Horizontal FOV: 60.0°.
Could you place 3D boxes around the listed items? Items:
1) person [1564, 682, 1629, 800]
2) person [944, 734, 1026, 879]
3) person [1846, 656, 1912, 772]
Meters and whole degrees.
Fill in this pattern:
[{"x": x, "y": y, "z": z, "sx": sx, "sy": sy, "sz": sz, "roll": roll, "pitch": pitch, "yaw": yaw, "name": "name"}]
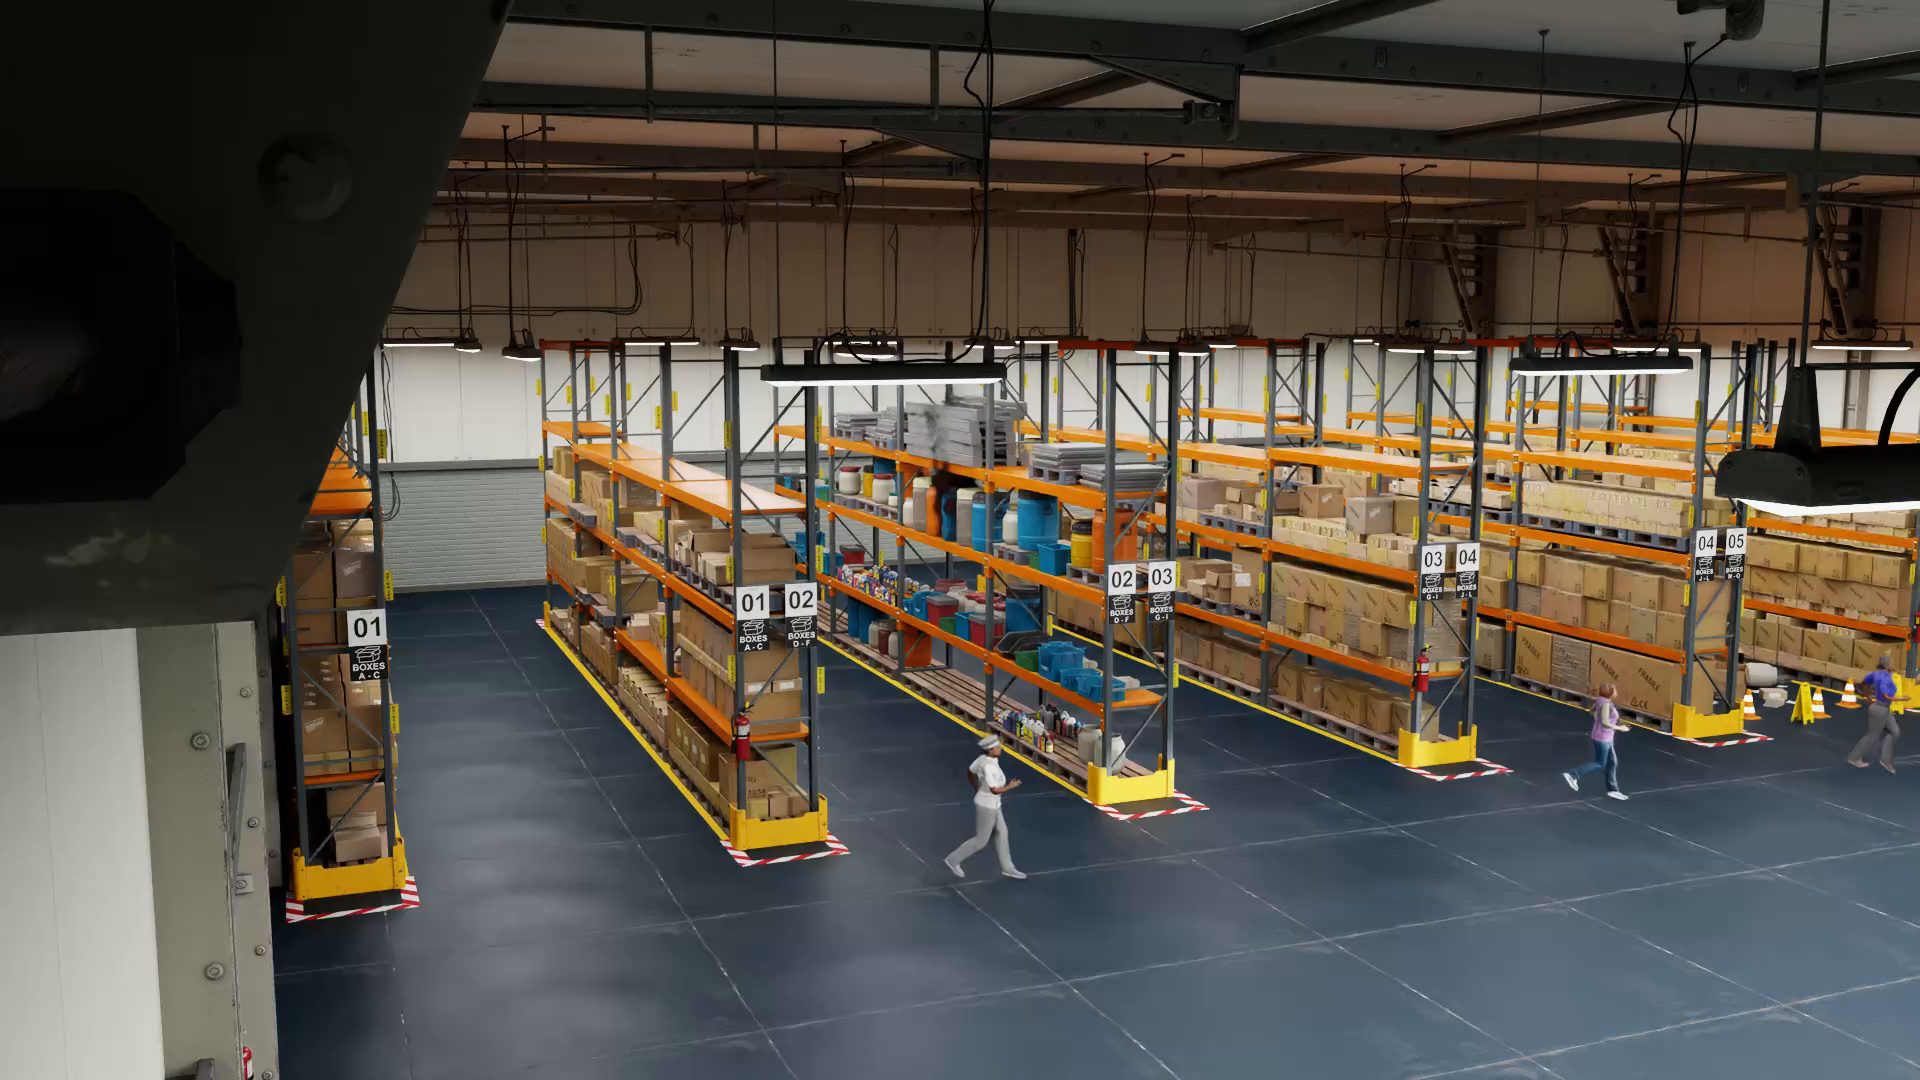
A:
[{"x": 8.527, "y": 2.673, "z": 22.213, "sx": 0.840, "sy": 1.597, "sz": 0.550, "roll": 2, "pitch": 8, "yaw": 15, "name": "person"}, {"x": 0.289, "y": 3.024, "z": 18.859, "sx": 0.938, "sy": 1.684, "sz": 0.573, "roll": 0, "pitch": 7, "yaw": -2, "name": "person"}, {"x": 13.011, "y": 2.479, "z": 23.527, "sx": 0.752, "sy": 1.716, "sz": 0.565, "roll": 3, "pitch": 8, "yaw": 25, "name": "person"}]
